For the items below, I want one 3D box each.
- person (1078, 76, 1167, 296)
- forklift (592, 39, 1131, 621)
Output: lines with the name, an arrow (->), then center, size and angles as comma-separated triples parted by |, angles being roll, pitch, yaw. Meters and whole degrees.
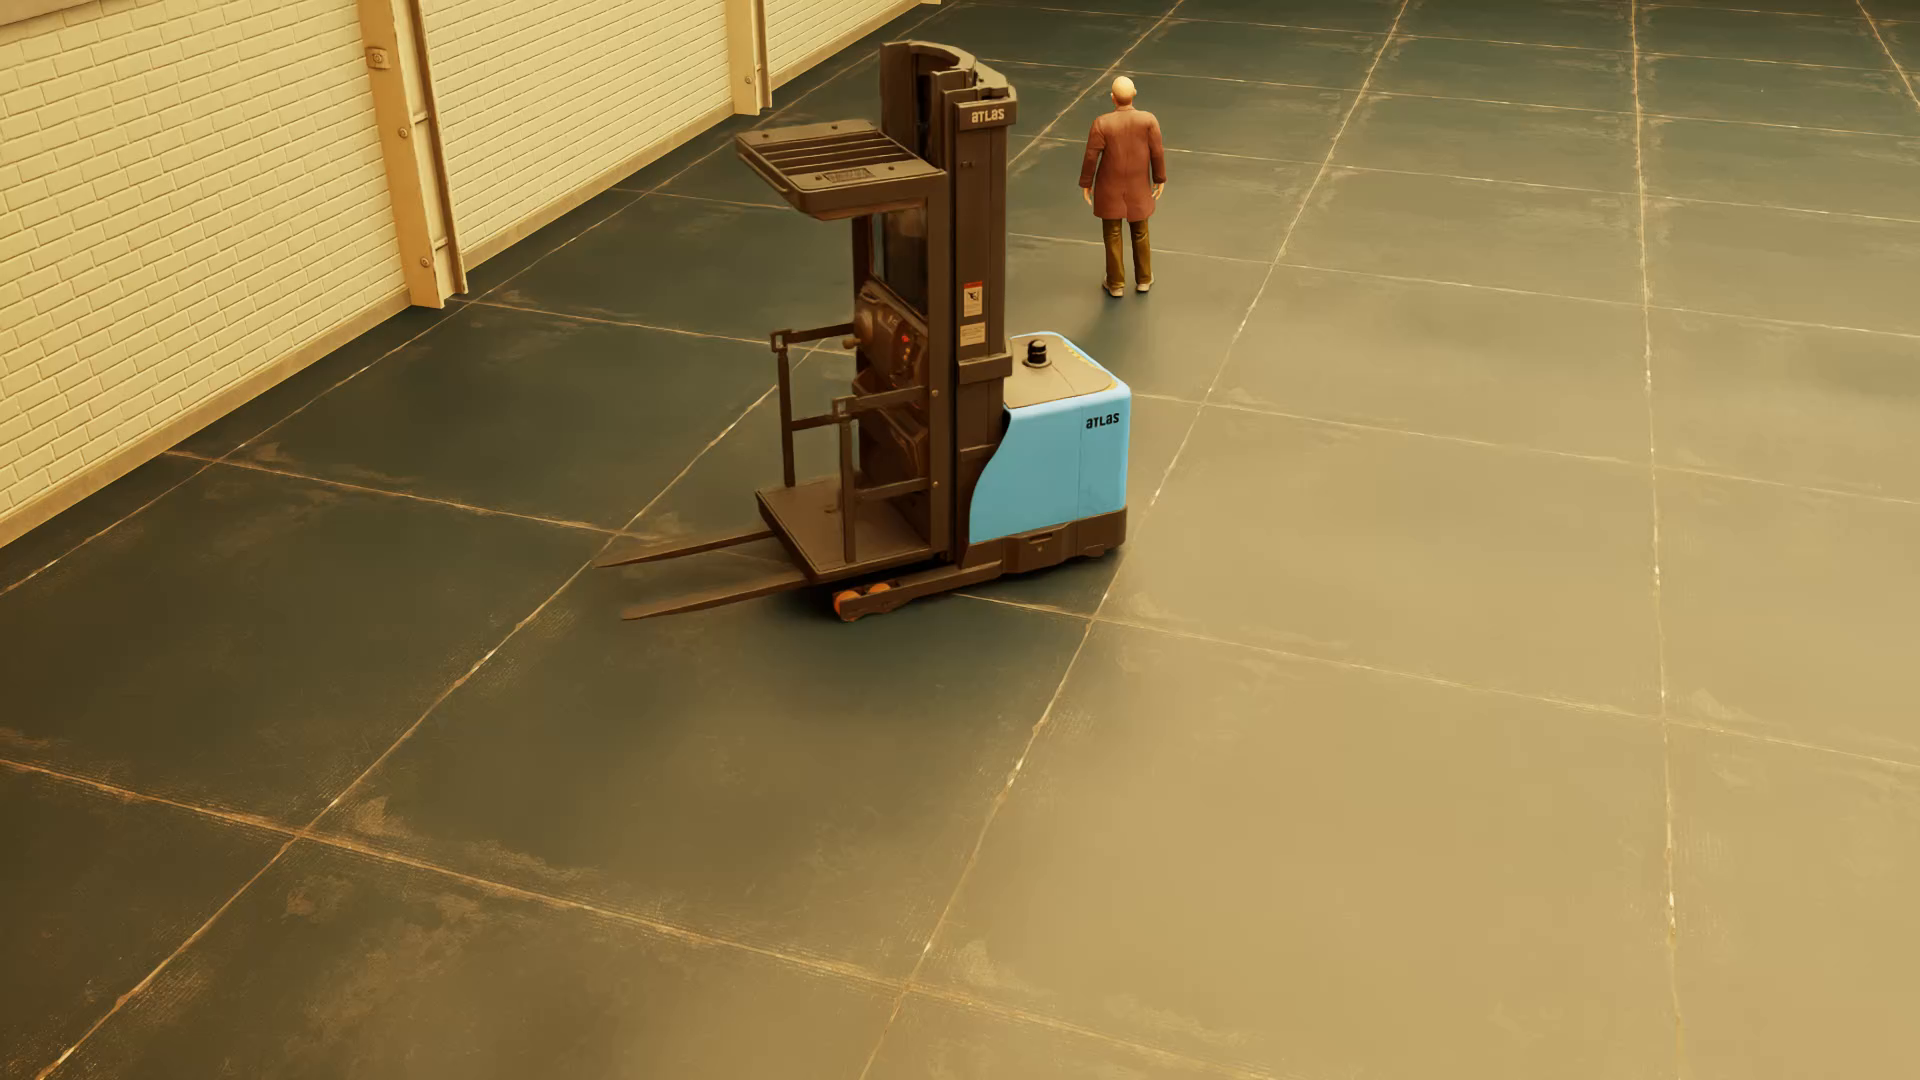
person -> 1.291, -2.839, 13.267 | 0.698, 1.777, 0.580 | 0, 30, 1
forklift -> -0.570, -1.117, 9.096 | 3.031, 2.935, 1.130 | -13, 32, -21
